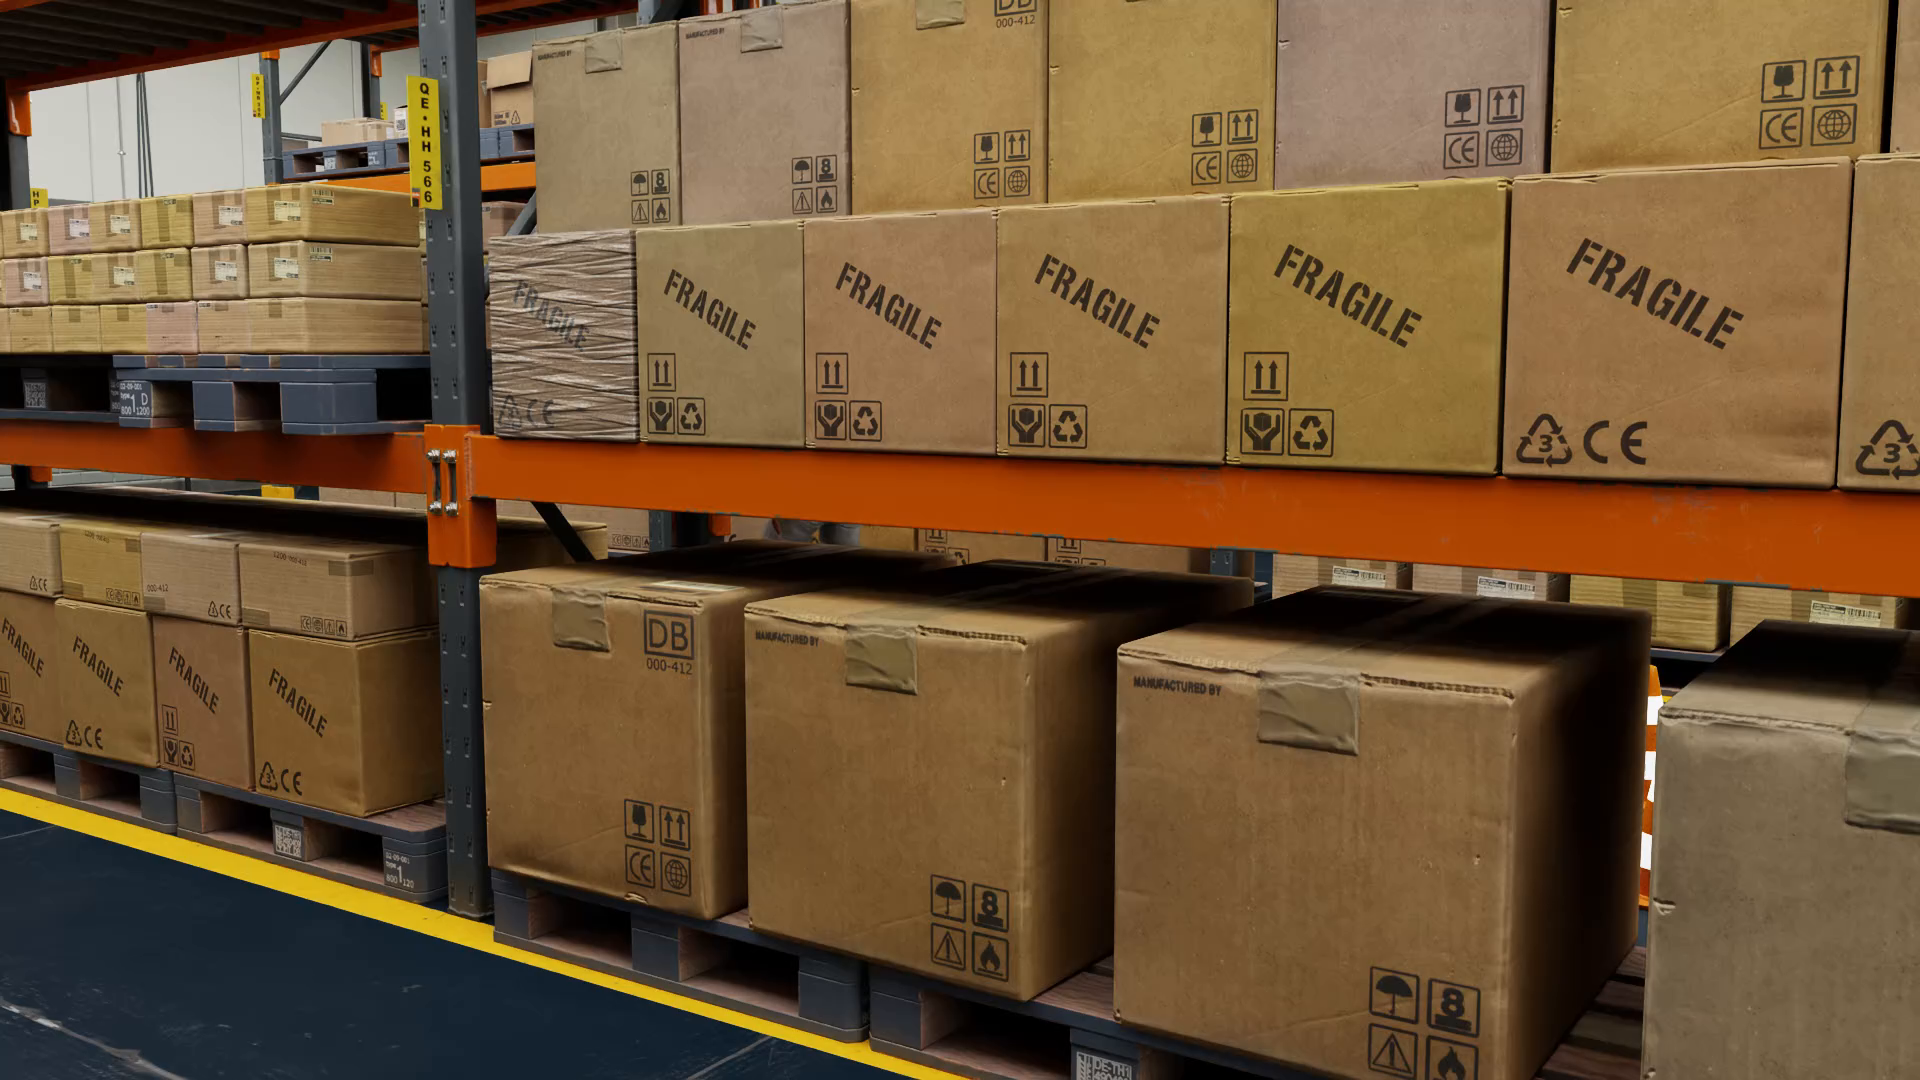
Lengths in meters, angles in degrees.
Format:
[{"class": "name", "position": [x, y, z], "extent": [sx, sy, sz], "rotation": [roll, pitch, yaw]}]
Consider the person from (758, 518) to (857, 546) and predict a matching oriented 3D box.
[{"class": "person", "position": [-0.626, -0.196, 7.330], "extent": [0.628, 1.790, 0.452], "rotation": [-5, 8, -37]}]
